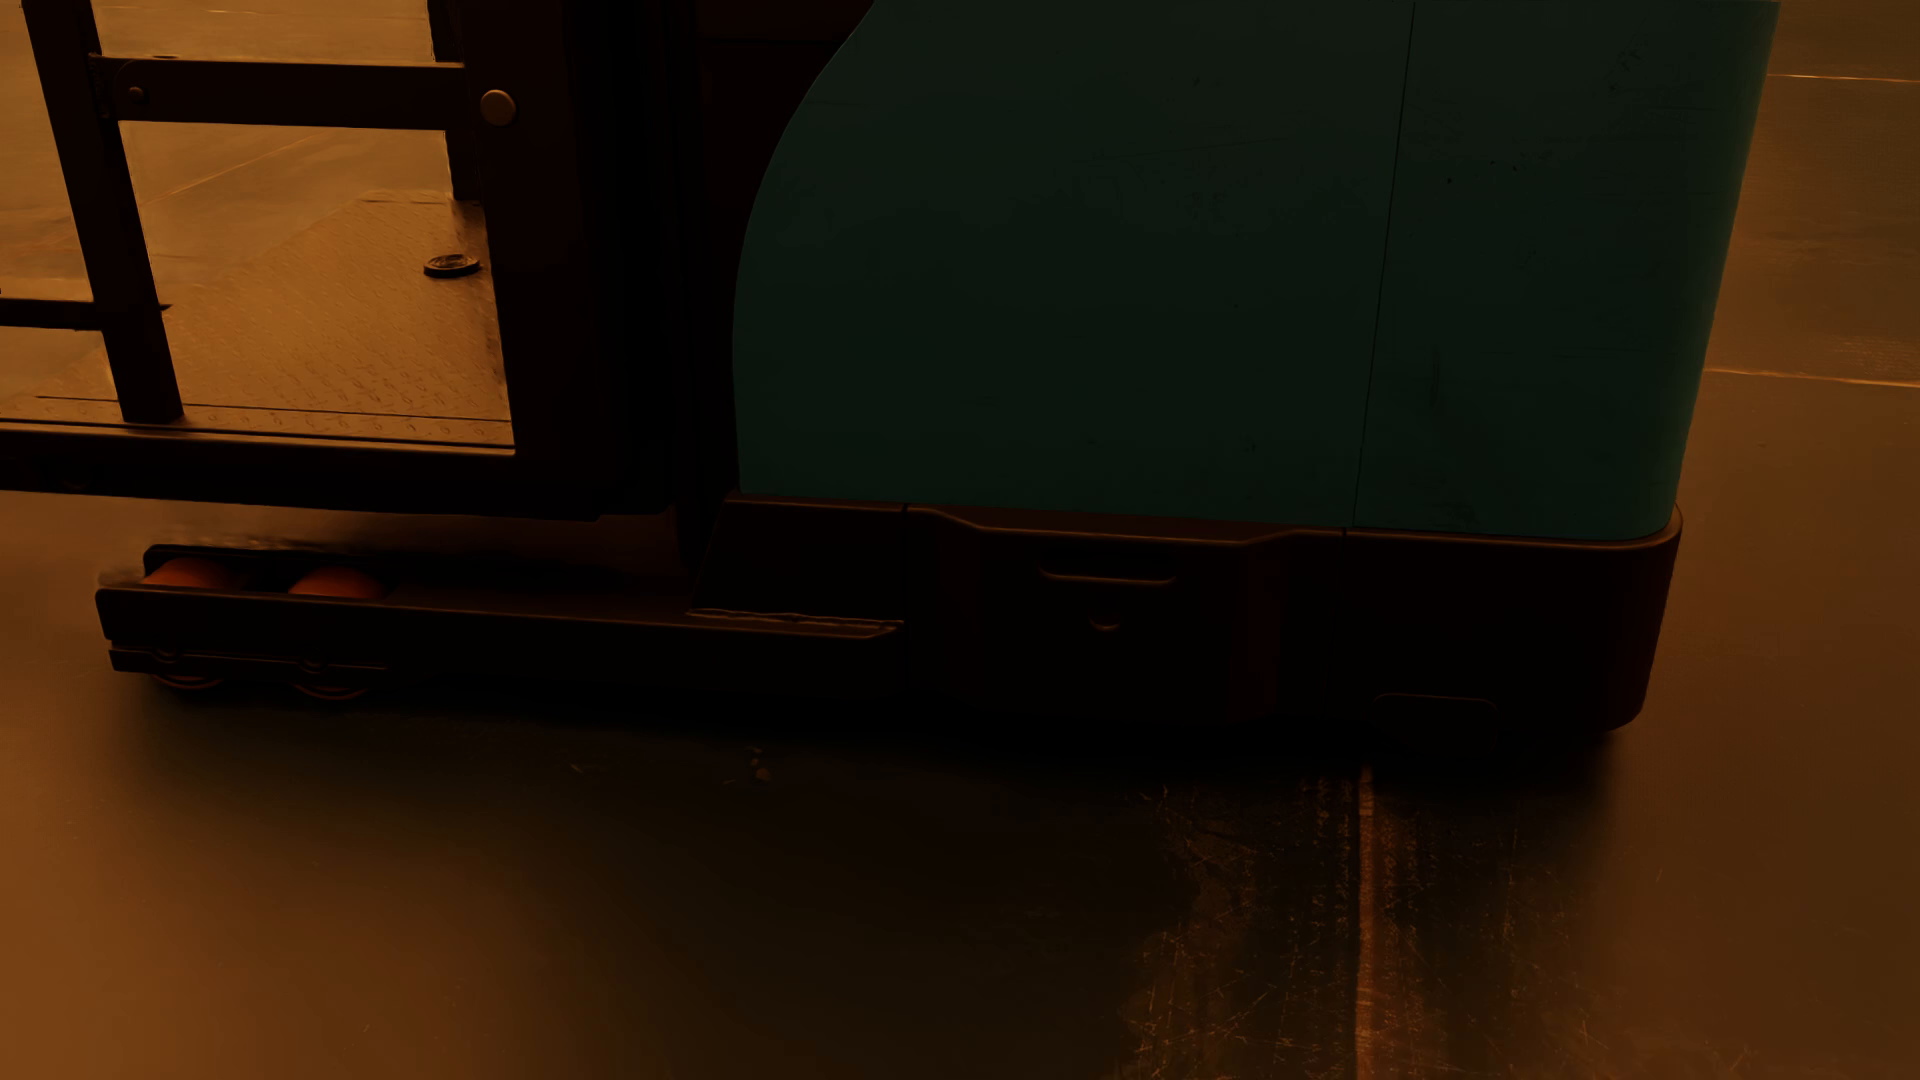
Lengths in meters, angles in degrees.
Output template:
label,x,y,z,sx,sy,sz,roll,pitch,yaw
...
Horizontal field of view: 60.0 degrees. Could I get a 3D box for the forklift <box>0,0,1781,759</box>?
label,x,y,z,sx,sy,sz,roll,pitch,yaw
forklift,-0.637,-1.338,1.898,3.031,2.935,1.130,3,27,7
